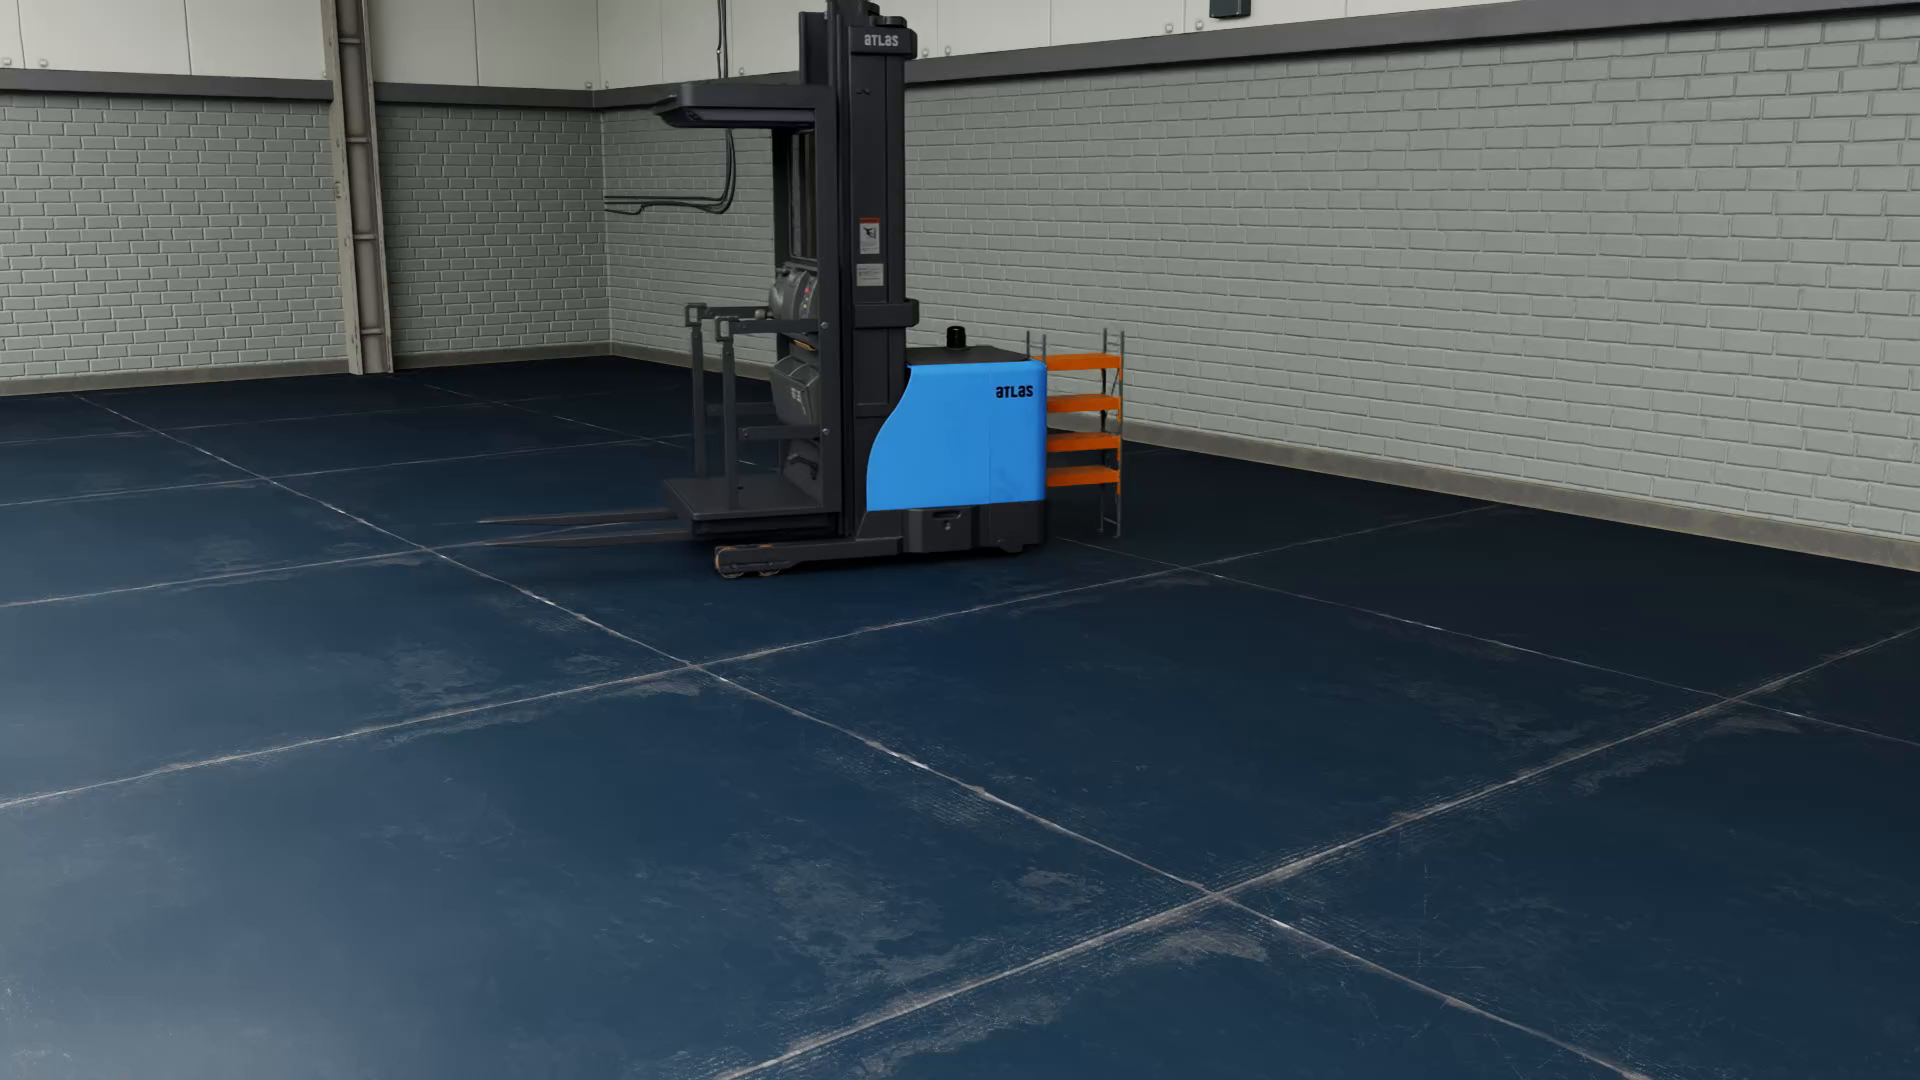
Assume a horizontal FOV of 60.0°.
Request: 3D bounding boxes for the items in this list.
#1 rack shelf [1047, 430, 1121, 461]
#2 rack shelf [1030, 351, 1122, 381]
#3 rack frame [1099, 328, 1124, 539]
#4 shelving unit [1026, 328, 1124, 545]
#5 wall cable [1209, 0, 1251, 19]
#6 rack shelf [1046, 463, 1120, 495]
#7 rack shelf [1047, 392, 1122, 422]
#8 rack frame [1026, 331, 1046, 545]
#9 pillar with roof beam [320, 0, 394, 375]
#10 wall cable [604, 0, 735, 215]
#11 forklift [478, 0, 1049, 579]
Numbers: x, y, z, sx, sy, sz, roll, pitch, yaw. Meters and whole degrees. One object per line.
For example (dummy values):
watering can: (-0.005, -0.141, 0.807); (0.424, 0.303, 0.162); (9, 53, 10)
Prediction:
rack shelf: (0.654, -0.534, 9.579); (0.480, 0.148, 0.258); (-5, 13, -21)
rack shelf: (0.654, -0.984, 9.484); (0.480, 0.148, 0.258); (-5, 13, -21)
rack frame: (0.881, -0.619, 9.654); (0.015, 1.200, 0.240); (-5, 13, -21)
shelving unit: (0.654, -0.600, 9.565); (0.503, 1.200, 0.258); (-5, 13, -21)
wall cable: (2.554, -6.540, 10.576); (0.169, 6.003, 2.305); (-9, 15, -38)
rack shelf: (0.654, -0.340, 9.620); (0.480, 0.148, 0.258); (-5, 13, -21)
rack shelf: (0.654, -0.753, 9.533); (0.480, 0.148, 0.258); (-5, 13, -21)
rack frame: (0.427, -0.581, 9.477); (0.015, 1.200, 0.240); (-5, 13, -21)
pillar with roof beam: (-3.801, -5.552, 14.112); (0.400, 9.000, 9.100); (-9, 15, -38)
wall cable: (-3.364, -4.899, 18.513); (0.112, 2.526, 3.097); (-9, 15, -38)
forklift: (-1.083, -1.355, 8.954); (3.031, 2.935, 1.130); (-4, 13, -18)
